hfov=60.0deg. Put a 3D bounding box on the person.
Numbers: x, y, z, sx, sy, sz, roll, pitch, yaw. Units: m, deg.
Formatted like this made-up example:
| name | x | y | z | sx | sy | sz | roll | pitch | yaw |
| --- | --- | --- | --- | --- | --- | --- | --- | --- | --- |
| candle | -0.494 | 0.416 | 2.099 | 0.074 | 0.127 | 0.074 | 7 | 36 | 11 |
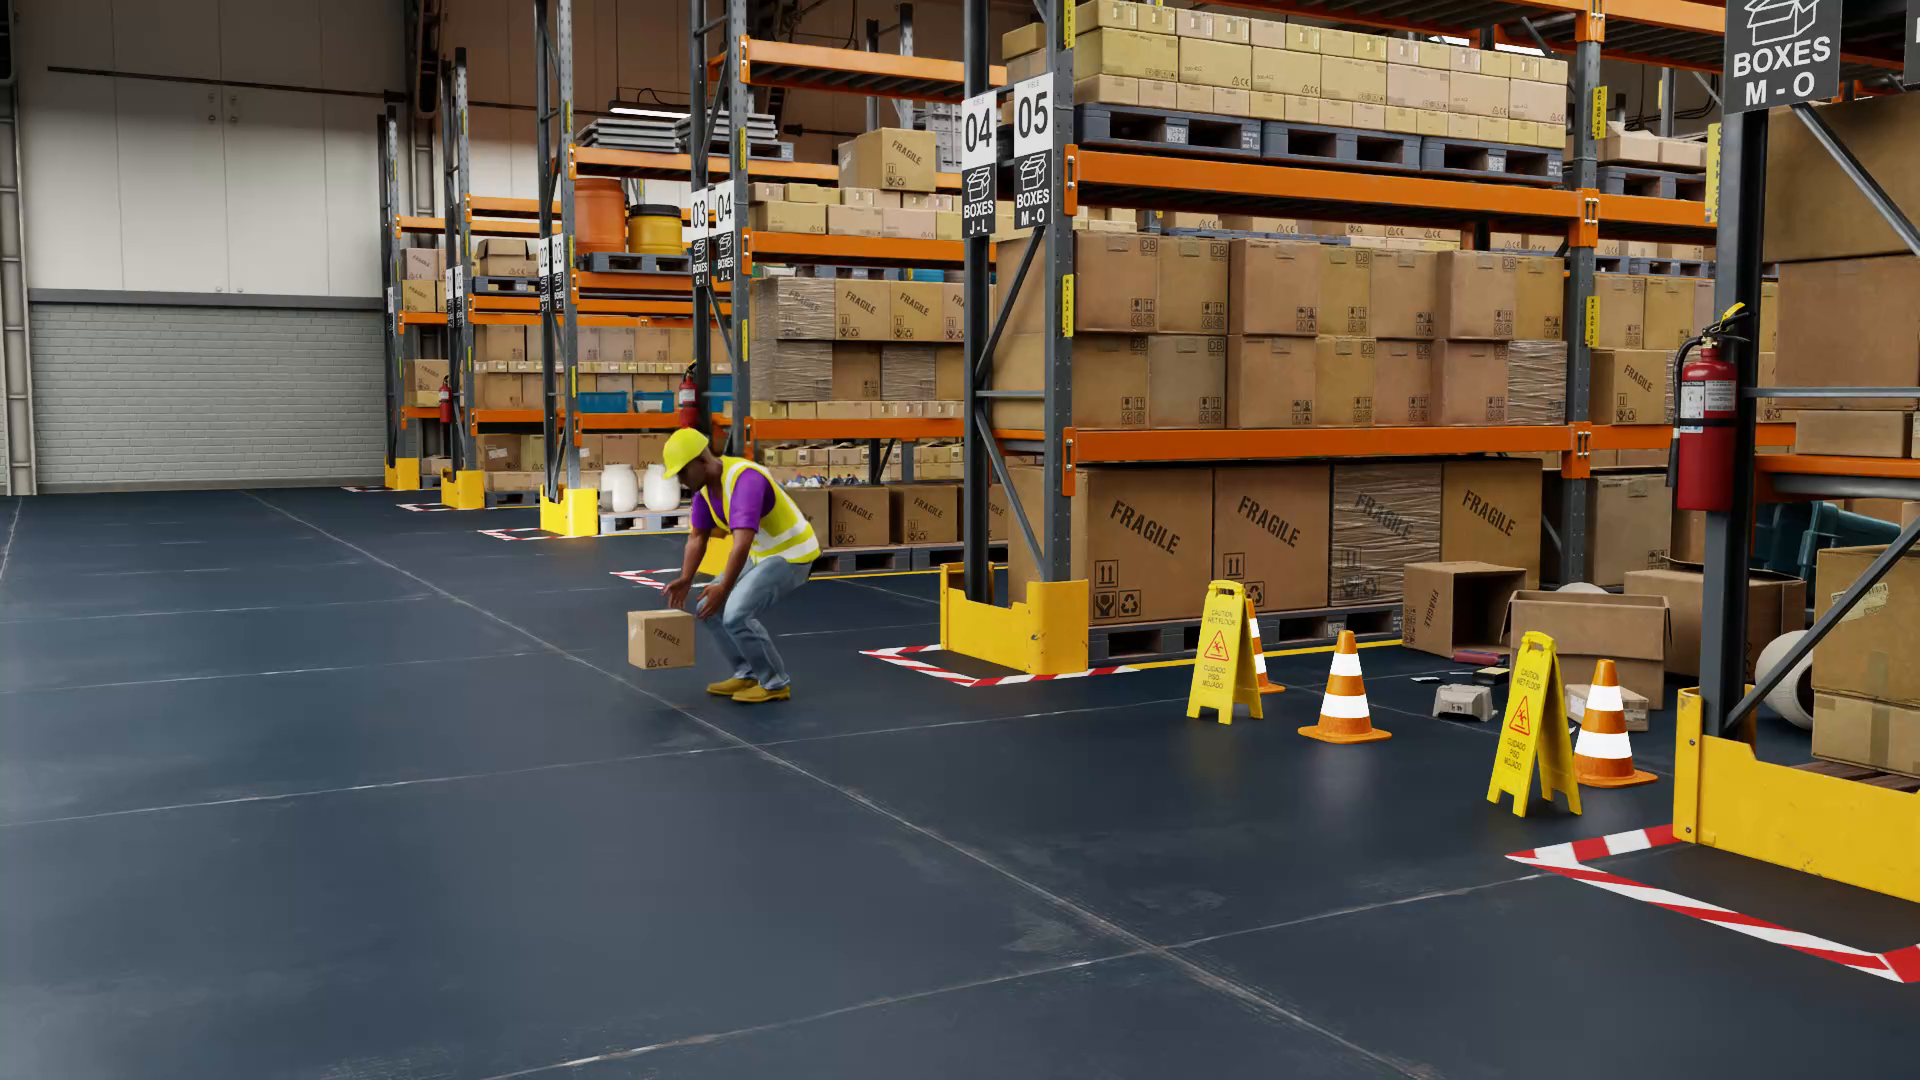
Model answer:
| name | x | y | z | sx | sy | sz | roll | pitch | yaw |
| --- | --- | --- | --- | --- | --- | --- | --- | --- | --- |
| person | -1.072 | 0.120 | 8.170 | 0.790 | 1.346 | 0.630 | -3 | 6 | -29 |
